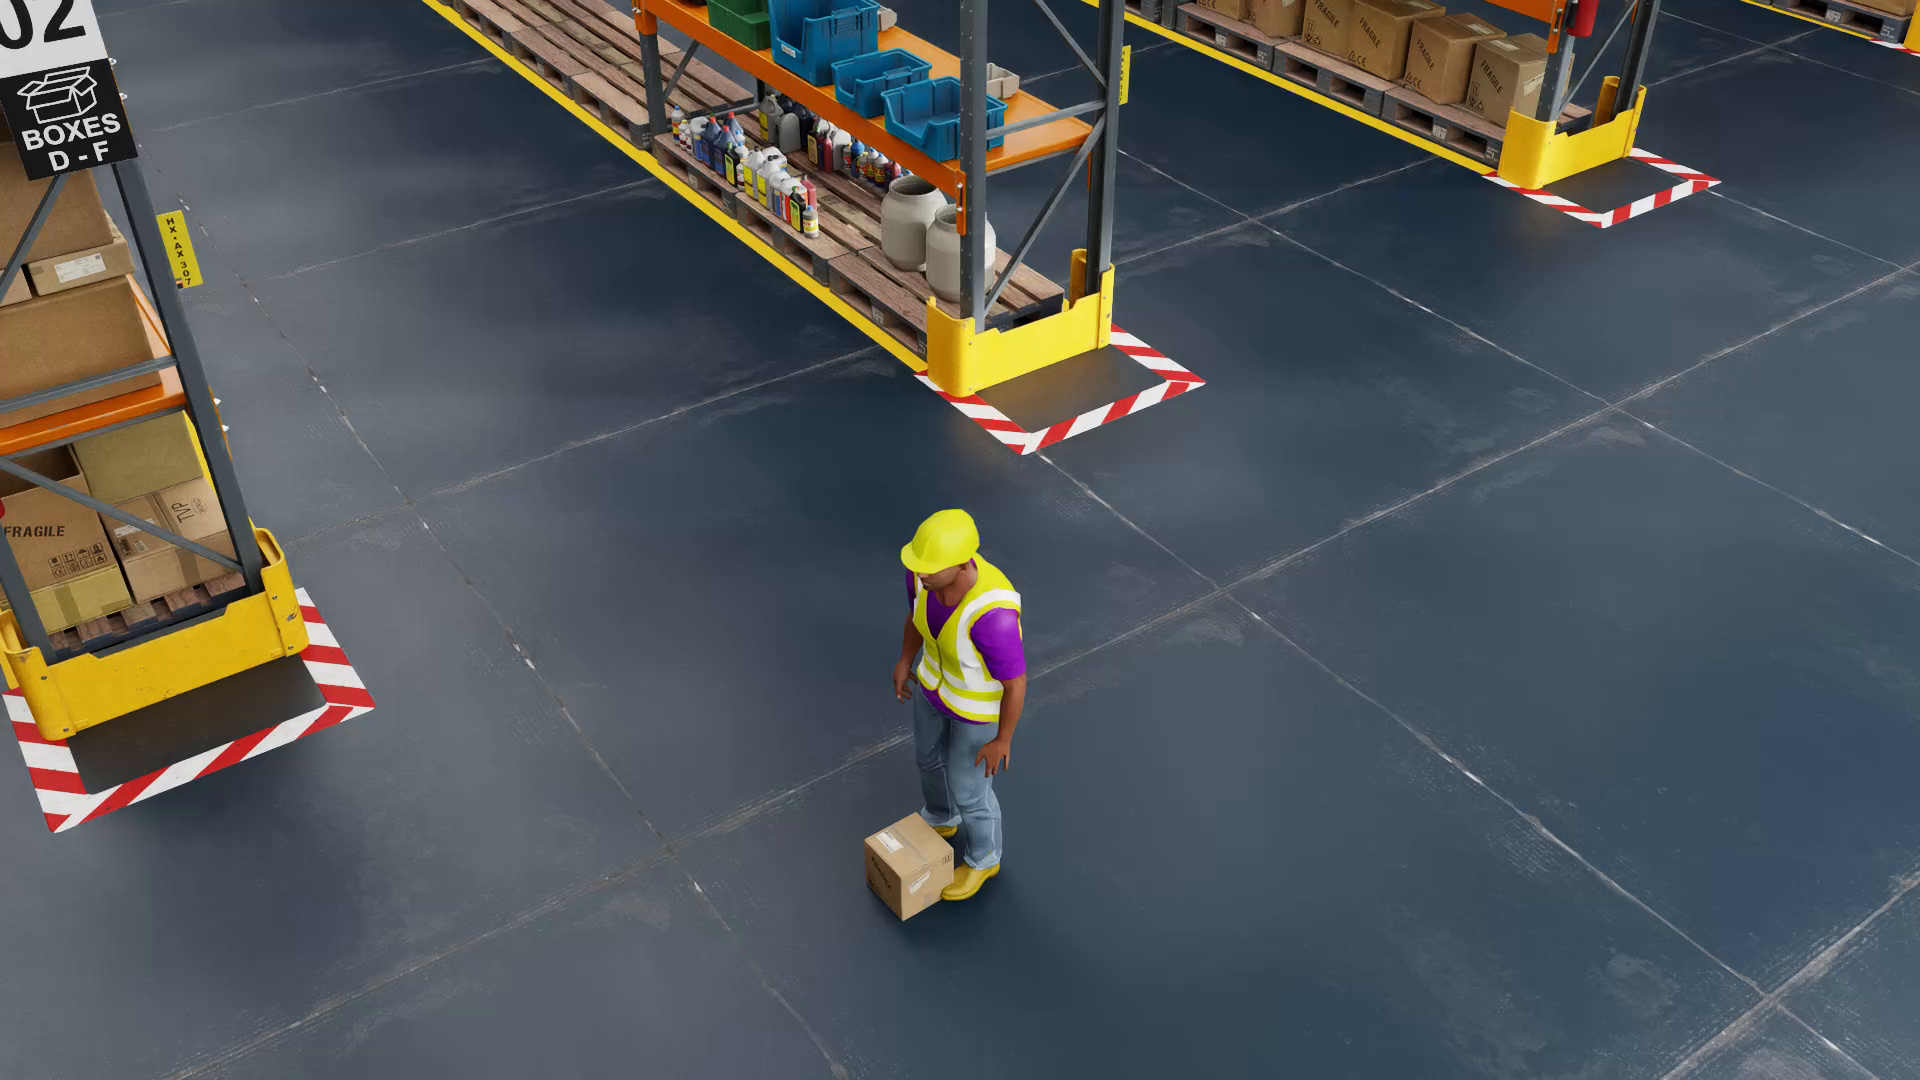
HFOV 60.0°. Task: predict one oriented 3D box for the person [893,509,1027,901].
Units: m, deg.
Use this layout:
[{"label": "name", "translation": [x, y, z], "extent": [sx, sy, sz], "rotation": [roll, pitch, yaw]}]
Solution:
[{"label": "person", "translation": [-0.015, 0.592, 6.177], "extent": [0.456, 1.761, 0.637], "rotation": [-24, 43, -29]}]
